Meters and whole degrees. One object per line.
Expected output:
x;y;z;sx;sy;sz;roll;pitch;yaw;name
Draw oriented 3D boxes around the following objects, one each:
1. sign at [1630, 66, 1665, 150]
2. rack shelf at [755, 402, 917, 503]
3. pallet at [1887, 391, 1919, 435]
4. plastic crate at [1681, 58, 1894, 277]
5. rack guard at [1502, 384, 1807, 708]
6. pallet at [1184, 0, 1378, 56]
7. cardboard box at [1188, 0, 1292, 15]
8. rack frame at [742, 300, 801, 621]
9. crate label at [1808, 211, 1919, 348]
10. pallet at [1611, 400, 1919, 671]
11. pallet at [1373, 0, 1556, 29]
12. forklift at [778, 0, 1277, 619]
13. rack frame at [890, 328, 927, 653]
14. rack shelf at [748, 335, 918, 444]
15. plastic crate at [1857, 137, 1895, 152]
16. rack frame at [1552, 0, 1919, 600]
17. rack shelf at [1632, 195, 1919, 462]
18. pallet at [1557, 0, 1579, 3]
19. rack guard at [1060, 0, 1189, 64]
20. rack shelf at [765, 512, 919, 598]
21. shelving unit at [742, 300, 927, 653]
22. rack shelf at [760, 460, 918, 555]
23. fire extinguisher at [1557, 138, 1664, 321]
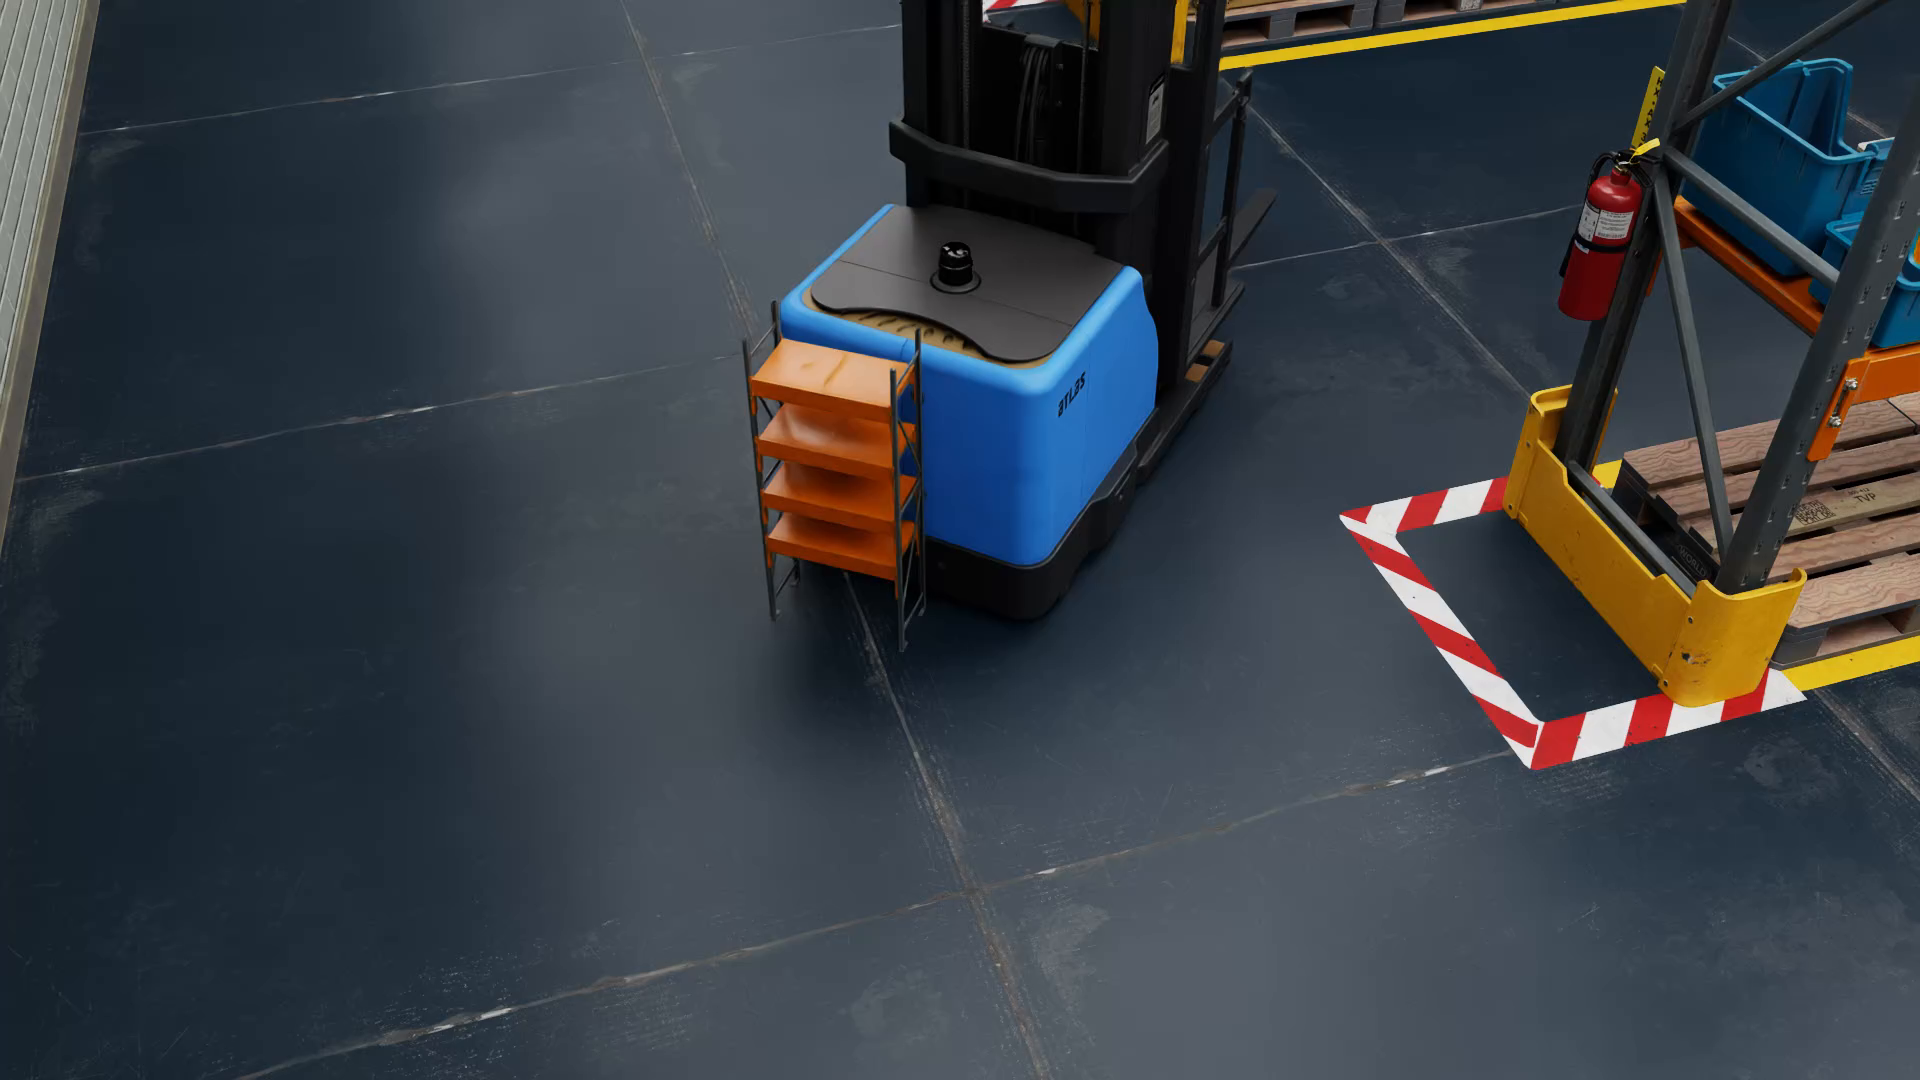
2.247;-1.370;5.415;0.005;0.325;0.100;-12;42;-13;sign
-0.397;-0.304;5.448;0.480;0.148;0.258;13;43;14;rack shelf
4.388;-0.294;6.426;1.213;0.211;1.003;-12;42;-13;pallet
2.691;-1.186;5.255;0.499;0.435;0.616;-12;42;-13;plastic crate
2.409;-0.013;5.885;0.348;0.500;1.175;-12;42;-13;rack guard
1.679;-3.232;9.789;1.213;0.211;1.003;-12;42;-13;pallet
1.527;-3.610;9.398;0.875;0.875;0.875;-12;42;-13;cardboard box
-0.628;-0.238;5.611;0.015;1.200;0.240;13;43;14;rack frame
2.762;-0.769;4.932;0.303;0.233;0.416;-12;42;-13;crate label
3.226;-0.056;6.153;1.213;0.211;1.003;-12;42;-13;pallet
2.841;-3.471;10.062;1.213;0.211;1.003;-12;42;-13;pallet
0.495;-1.791;6.072;1.130;2.935;3.031;19;44;20;forklift
-0.166;-0.133;5.491;0.015;1.200;0.240;13;43;14;rack frame
-0.397;-0.482;5.292;0.480;0.148;0.258;13;43;14;rack shelf
3.151;-1.165;5.459;0.243;0.136;0.396;-12;42;-13;plastic crate
2.428;-0.967;5.077;0.127;3.000;1.000;-12;42;-13;rack frame
4.336;-1.091;5.766;4.000;0.370;1.077;-12;42;-13;rack shelf
4.007;-3.714;10.341;1.213;0.211;1.003;-12;42;-13;pallet
0.917;-3.129;9.452;0.348;0.500;1.175;-12;42;-13;rack guard
-0.397;0.014;5.726;0.480;0.148;0.258;13;43;14;rack shelf
-0.397;-0.186;5.551;0.503;1.200;0.258;13;43;14;shelving unit
-0.397;-0.135;5.595;0.480;0.148;0.258;13;43;14;rack shelf
2.148;-1.053;5.517;0.183;0.674;0.296;-12;42;-13;fire extinguisher
